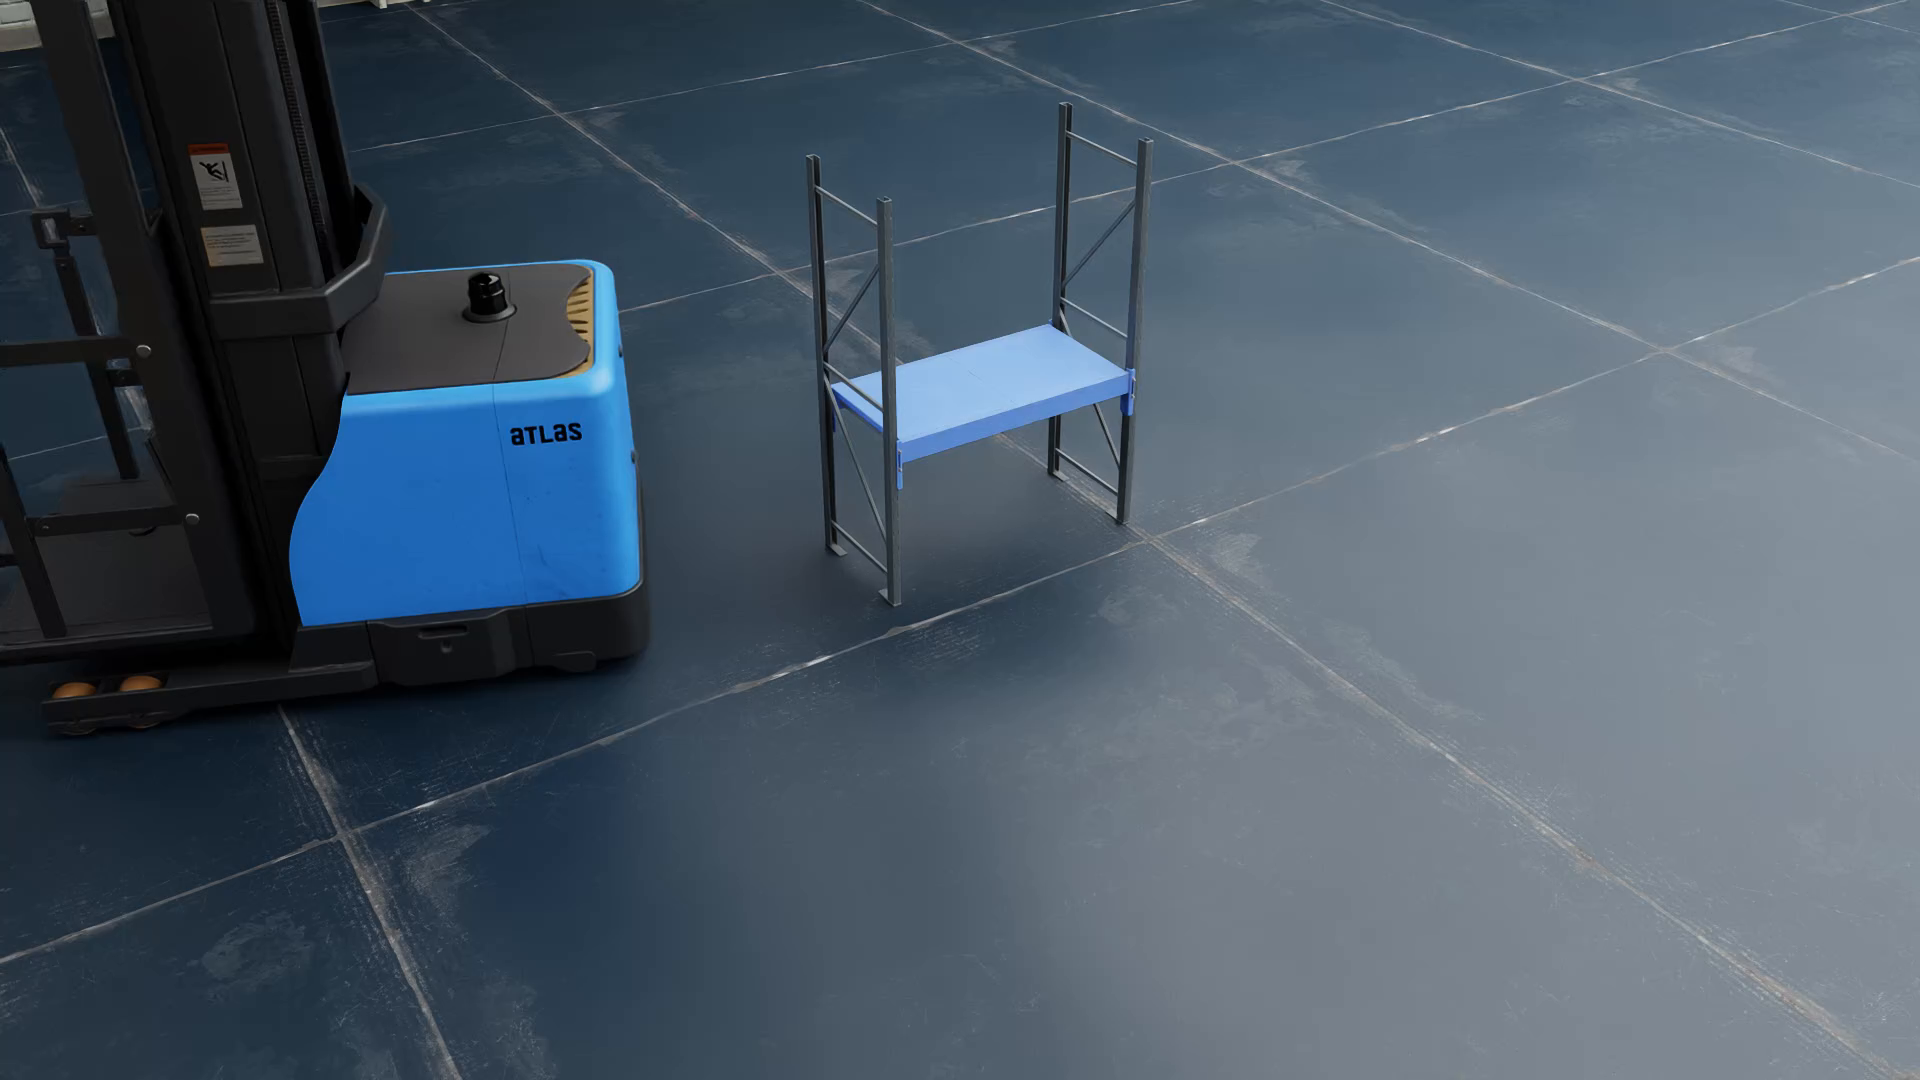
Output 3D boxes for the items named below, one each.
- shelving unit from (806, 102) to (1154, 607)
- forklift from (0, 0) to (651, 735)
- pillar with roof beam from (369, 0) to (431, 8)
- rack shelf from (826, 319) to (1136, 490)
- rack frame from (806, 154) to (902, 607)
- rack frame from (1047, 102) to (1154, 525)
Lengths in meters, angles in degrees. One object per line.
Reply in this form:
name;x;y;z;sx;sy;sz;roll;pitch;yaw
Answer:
shelving unit;0.072;-0.659;5.889;1.048;1.500;0.538;-19;37;-27
forklift;-2.608;-0.927;4.973;3.031;2.935;1.130;-6;33;-9
pillar with roof beam;-2.006;-6.052;7.410;0.400;9.000;9.100;-19;37;-27
rack shelf;0.072;-0.507;5.985;1.000;0.185;0.538;-19;37;-27
rack frame;-0.356;-0.512;5.656;0.032;1.500;0.500;-19;37;-27
rack frame;0.499;-0.806;6.122;0.032;1.500;0.500;-19;37;-27
